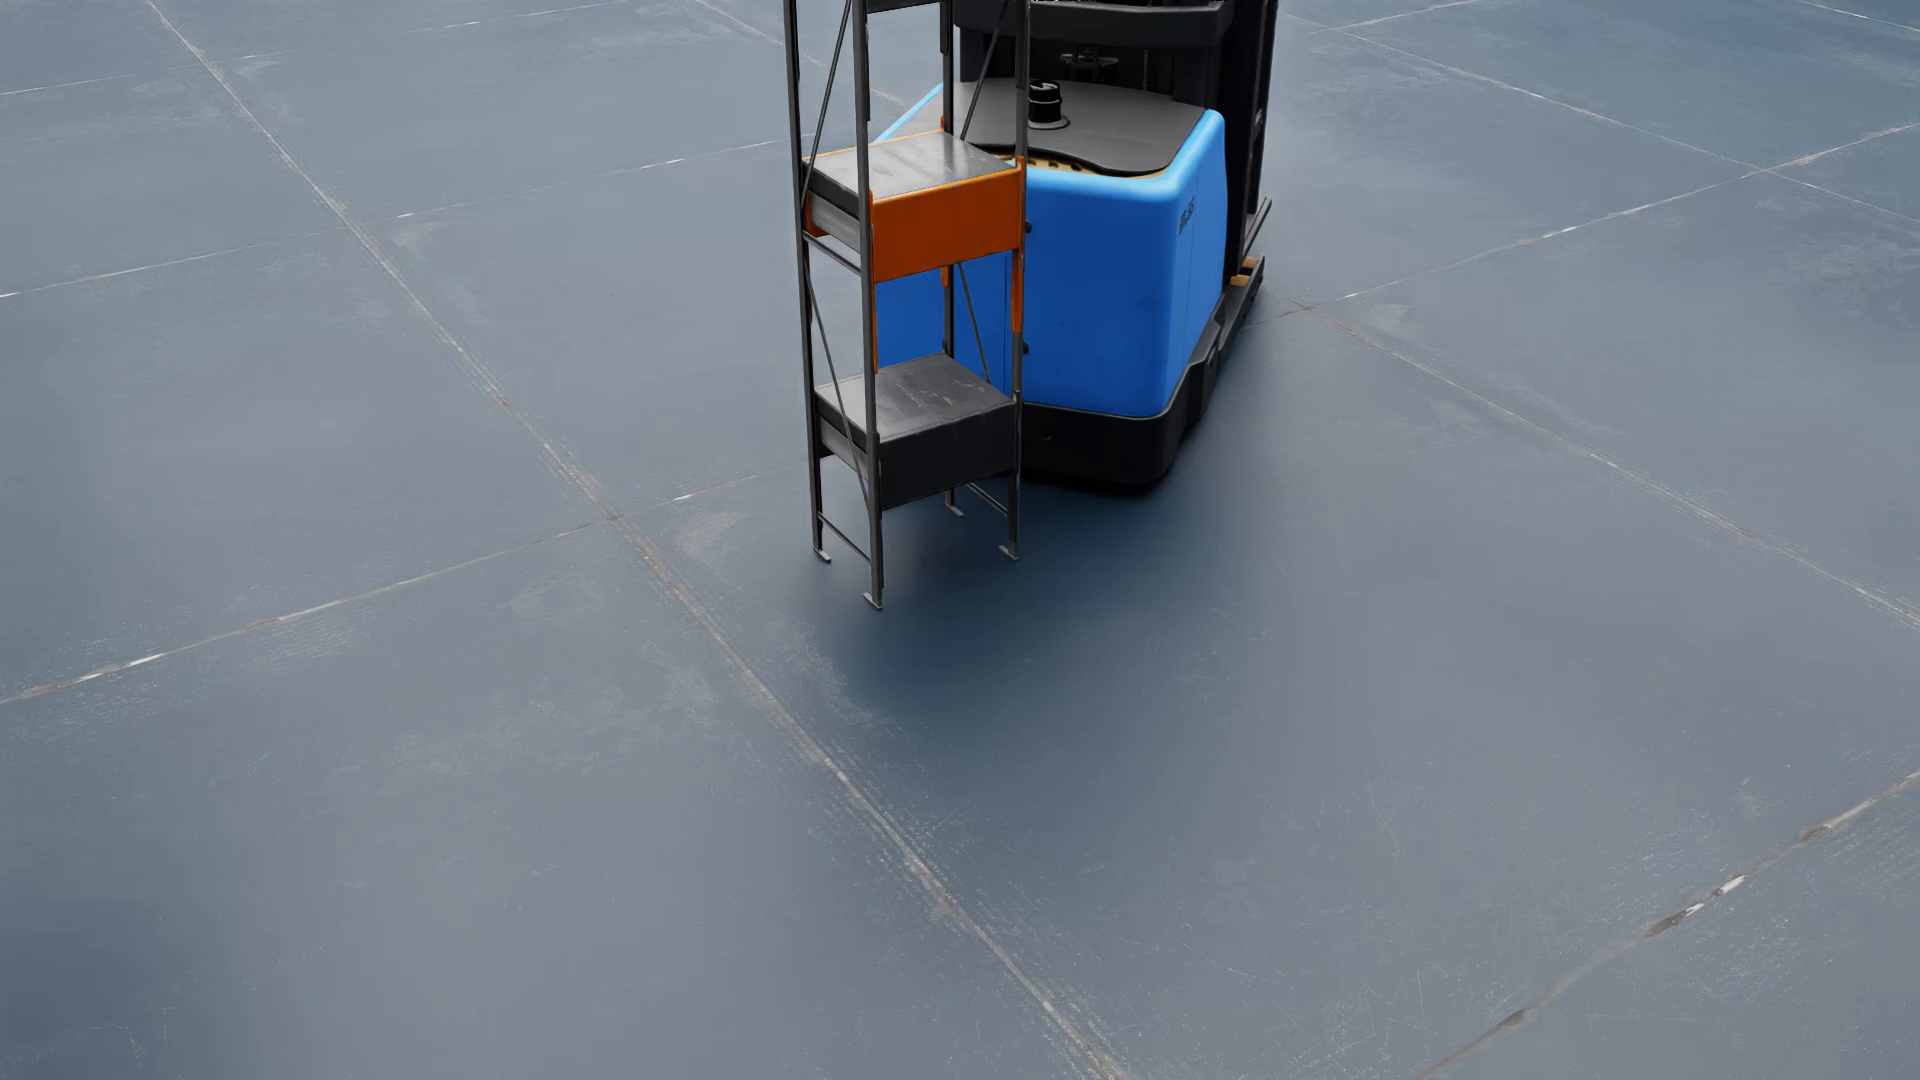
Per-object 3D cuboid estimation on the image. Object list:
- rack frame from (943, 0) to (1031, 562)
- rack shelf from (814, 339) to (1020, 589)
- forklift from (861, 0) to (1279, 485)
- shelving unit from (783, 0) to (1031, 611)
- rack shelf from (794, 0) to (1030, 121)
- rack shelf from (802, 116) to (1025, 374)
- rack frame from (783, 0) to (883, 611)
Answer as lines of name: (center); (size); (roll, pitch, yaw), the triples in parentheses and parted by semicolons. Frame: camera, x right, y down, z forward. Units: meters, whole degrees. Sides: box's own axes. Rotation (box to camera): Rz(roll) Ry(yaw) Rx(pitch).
rack frame: (0.066, -0.911, 4.726); (0.015, 2.100, 0.400); (-19, 37, -27)
rack shelf: (-0.139, -0.237, 4.995); (0.480, 0.518, 0.431); (-19, 37, -27)
forklift: (0.616, -2.197, 5.986); (1.130, 2.935, 3.031); (10, 34, 15)
shelving unit: (-0.139, -0.840, 4.614); (0.503, 2.100, 0.431); (-19, 37, -27)
rack shelf: (-0.139, -1.421, 4.248); (0.480, 0.518, 0.431); (-19, 37, -27)
rack shelf: (-0.139, -0.829, 4.621); (0.480, 0.518, 0.431); (-19, 37, -27)
rack frame: (-0.344, -0.770, 4.502); (0.015, 2.100, 0.400); (-19, 37, -27)
